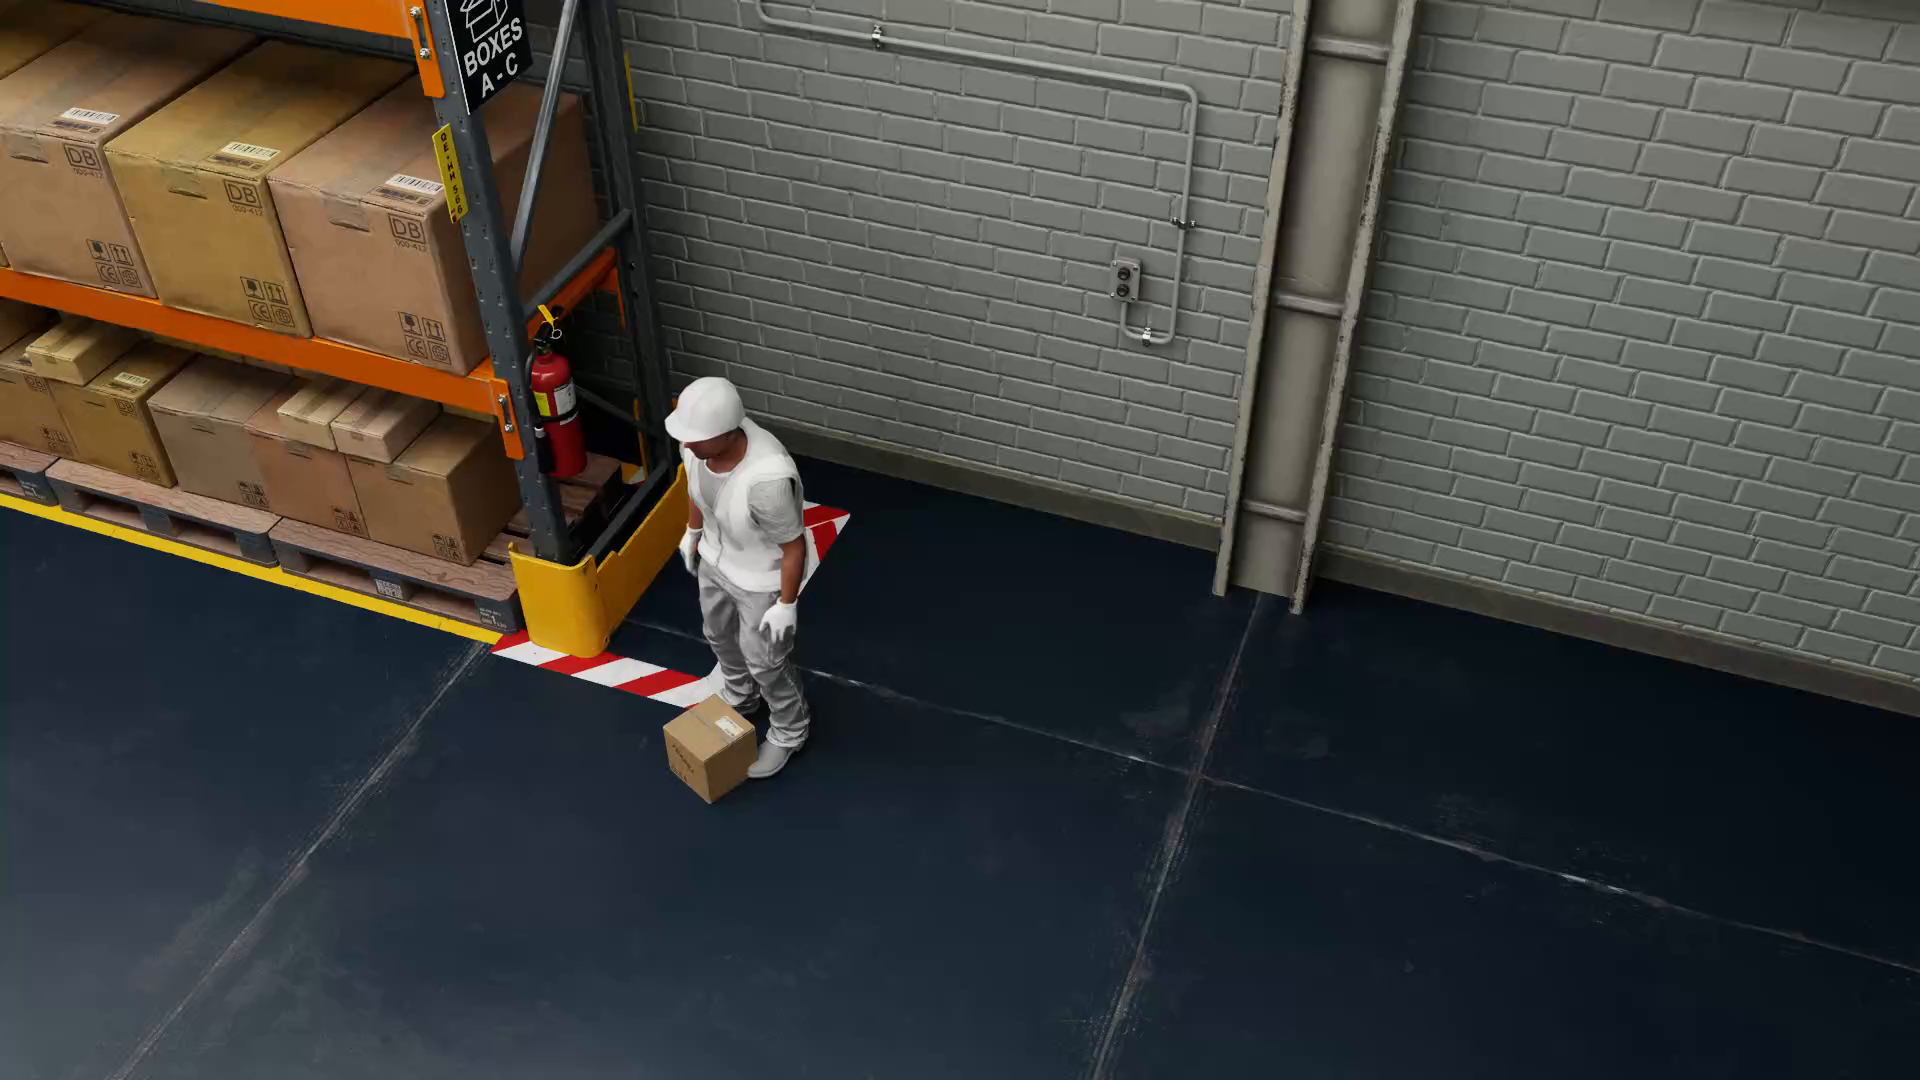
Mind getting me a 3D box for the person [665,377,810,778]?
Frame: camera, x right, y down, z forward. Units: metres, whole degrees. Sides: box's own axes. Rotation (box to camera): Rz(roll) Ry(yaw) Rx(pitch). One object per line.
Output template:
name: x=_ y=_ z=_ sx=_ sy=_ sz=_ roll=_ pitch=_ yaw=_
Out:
person: x=-0.793 y=0.114 z=6.021 sx=0.449 sy=1.773 sz=0.614 roll=-32 pitch=50 yaw=-31
